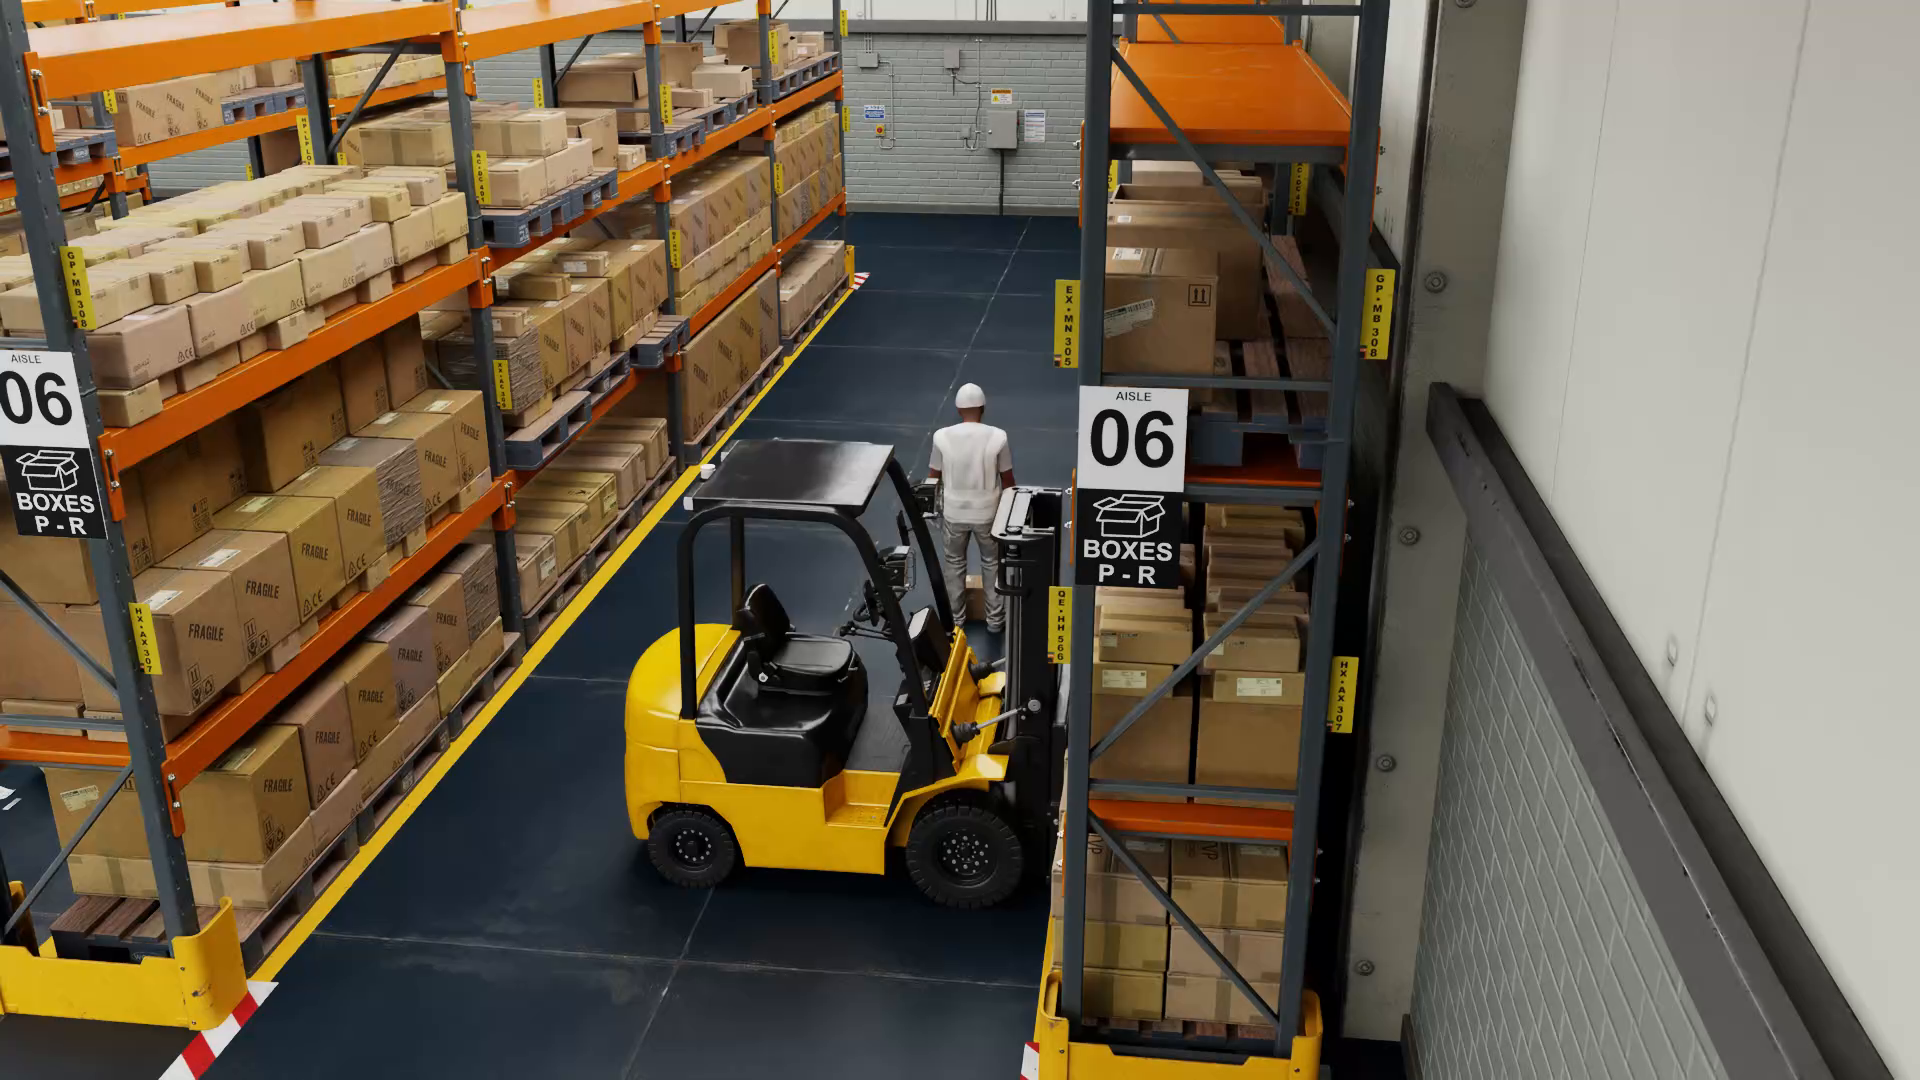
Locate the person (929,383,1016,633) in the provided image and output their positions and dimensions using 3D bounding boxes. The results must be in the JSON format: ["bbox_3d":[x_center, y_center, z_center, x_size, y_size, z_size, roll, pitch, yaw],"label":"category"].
[{"bbox_3d":[0.089,-0.212,11.619,0.620,1.774,0.453,2,21,6],"label":"person"}]
